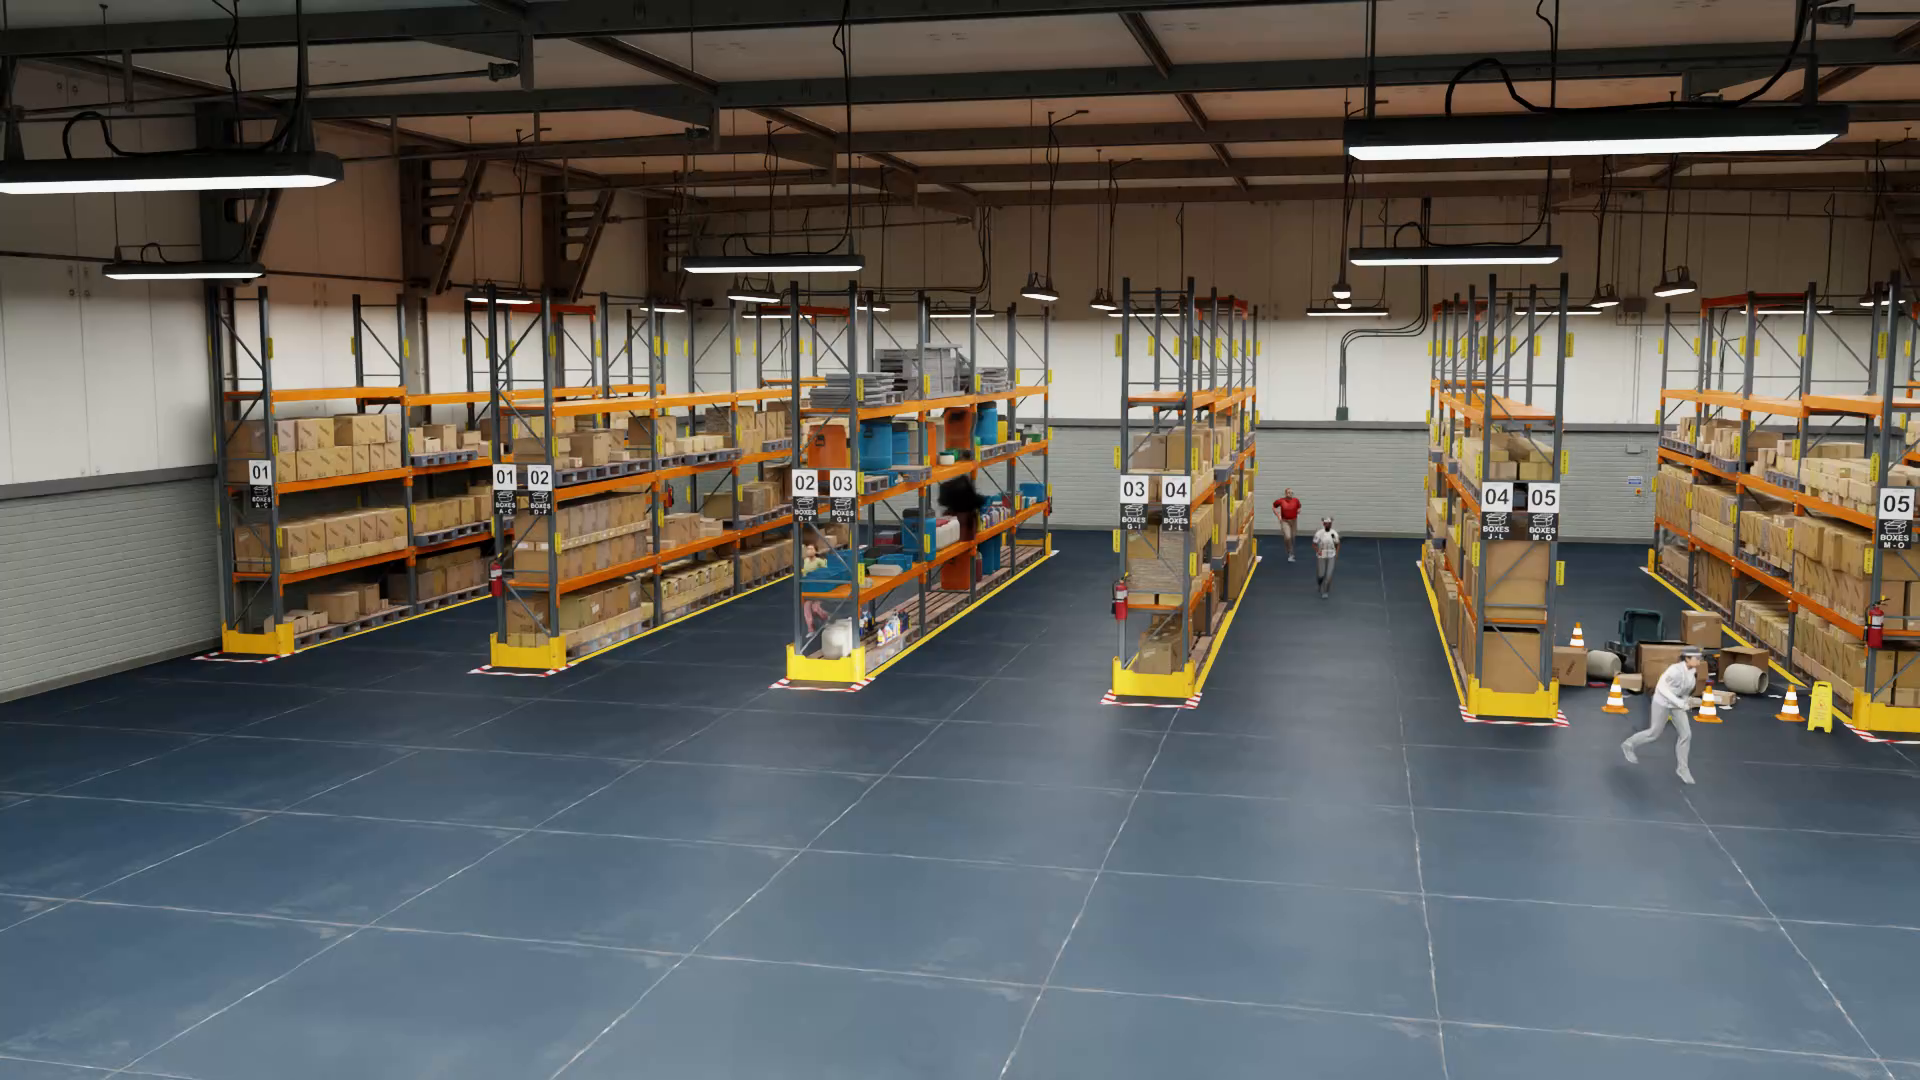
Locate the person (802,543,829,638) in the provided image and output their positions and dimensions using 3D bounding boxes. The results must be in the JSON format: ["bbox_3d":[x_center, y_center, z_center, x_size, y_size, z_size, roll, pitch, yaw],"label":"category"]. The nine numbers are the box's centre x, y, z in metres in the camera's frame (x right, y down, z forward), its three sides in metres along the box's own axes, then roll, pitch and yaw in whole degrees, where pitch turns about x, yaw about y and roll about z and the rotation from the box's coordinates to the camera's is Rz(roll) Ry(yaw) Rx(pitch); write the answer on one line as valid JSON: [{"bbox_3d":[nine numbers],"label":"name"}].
[{"bbox_3d":[-2.543,0.860,29.018,0.579,1.632,0.694,3,7,24],"label":"person"}]

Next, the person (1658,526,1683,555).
[{"bbox_3d":[16.639,-0.286,38.893,0.843,1.718,0.594,0,7,-3],"label":"person"}]

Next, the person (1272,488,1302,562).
[{"bbox_3d":[7.771,-0.355,39.416,0.649,1.773,0.762,-2,7,-17],"label":"person"}]

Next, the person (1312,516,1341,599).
[{"bbox_3d":[7.383,0.336,33.495,0.563,1.655,0.588,1,7,5],"label":"person"}]

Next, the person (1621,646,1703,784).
[{"bbox_3d":[8.267,1.992,19.572,0.655,1.628,0.977,-5,8,-37],"label":"person"}]
